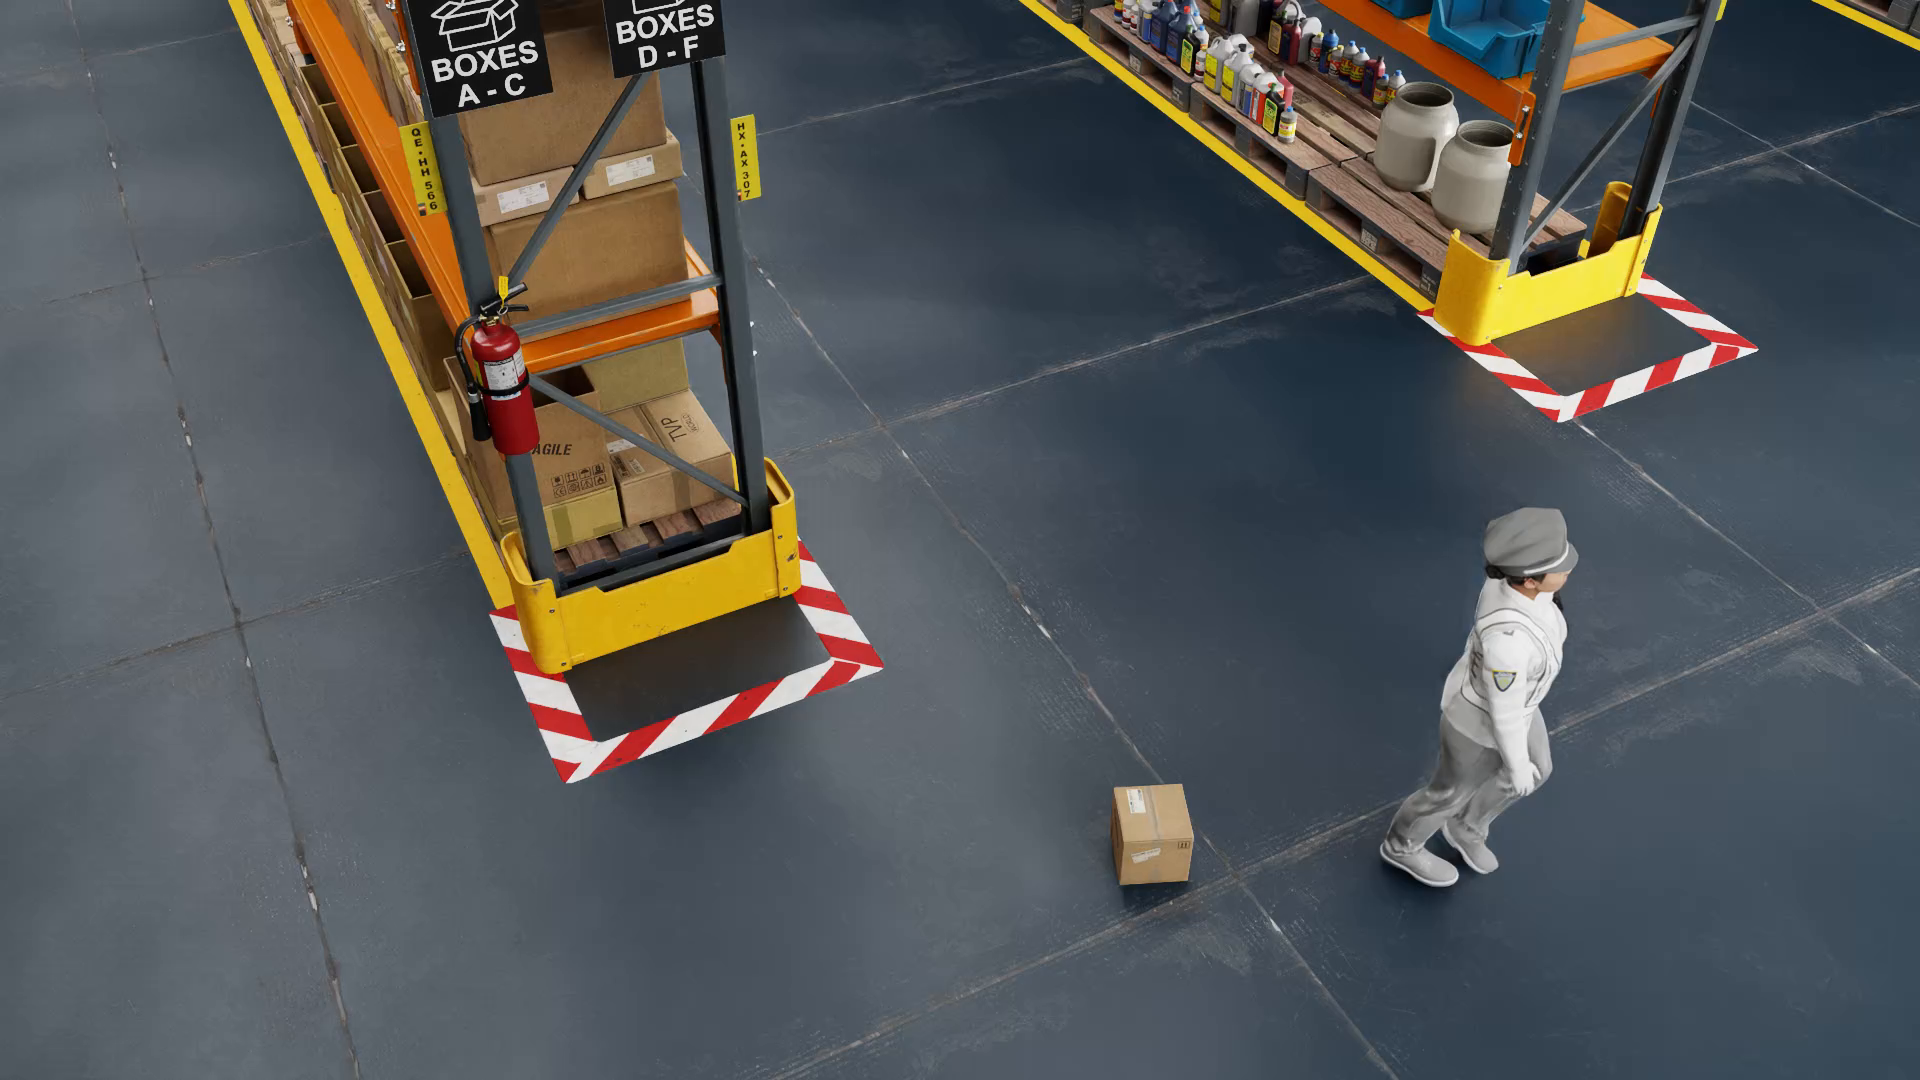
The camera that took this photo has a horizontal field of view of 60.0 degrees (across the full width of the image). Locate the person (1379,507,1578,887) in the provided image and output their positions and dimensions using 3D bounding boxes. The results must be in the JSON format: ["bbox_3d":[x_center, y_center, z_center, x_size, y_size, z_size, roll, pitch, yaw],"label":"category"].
[{"bbox_3d":[1.752,0.595,5.466,0.481,1.736,0.477,16,44,17],"label":"person"}]
